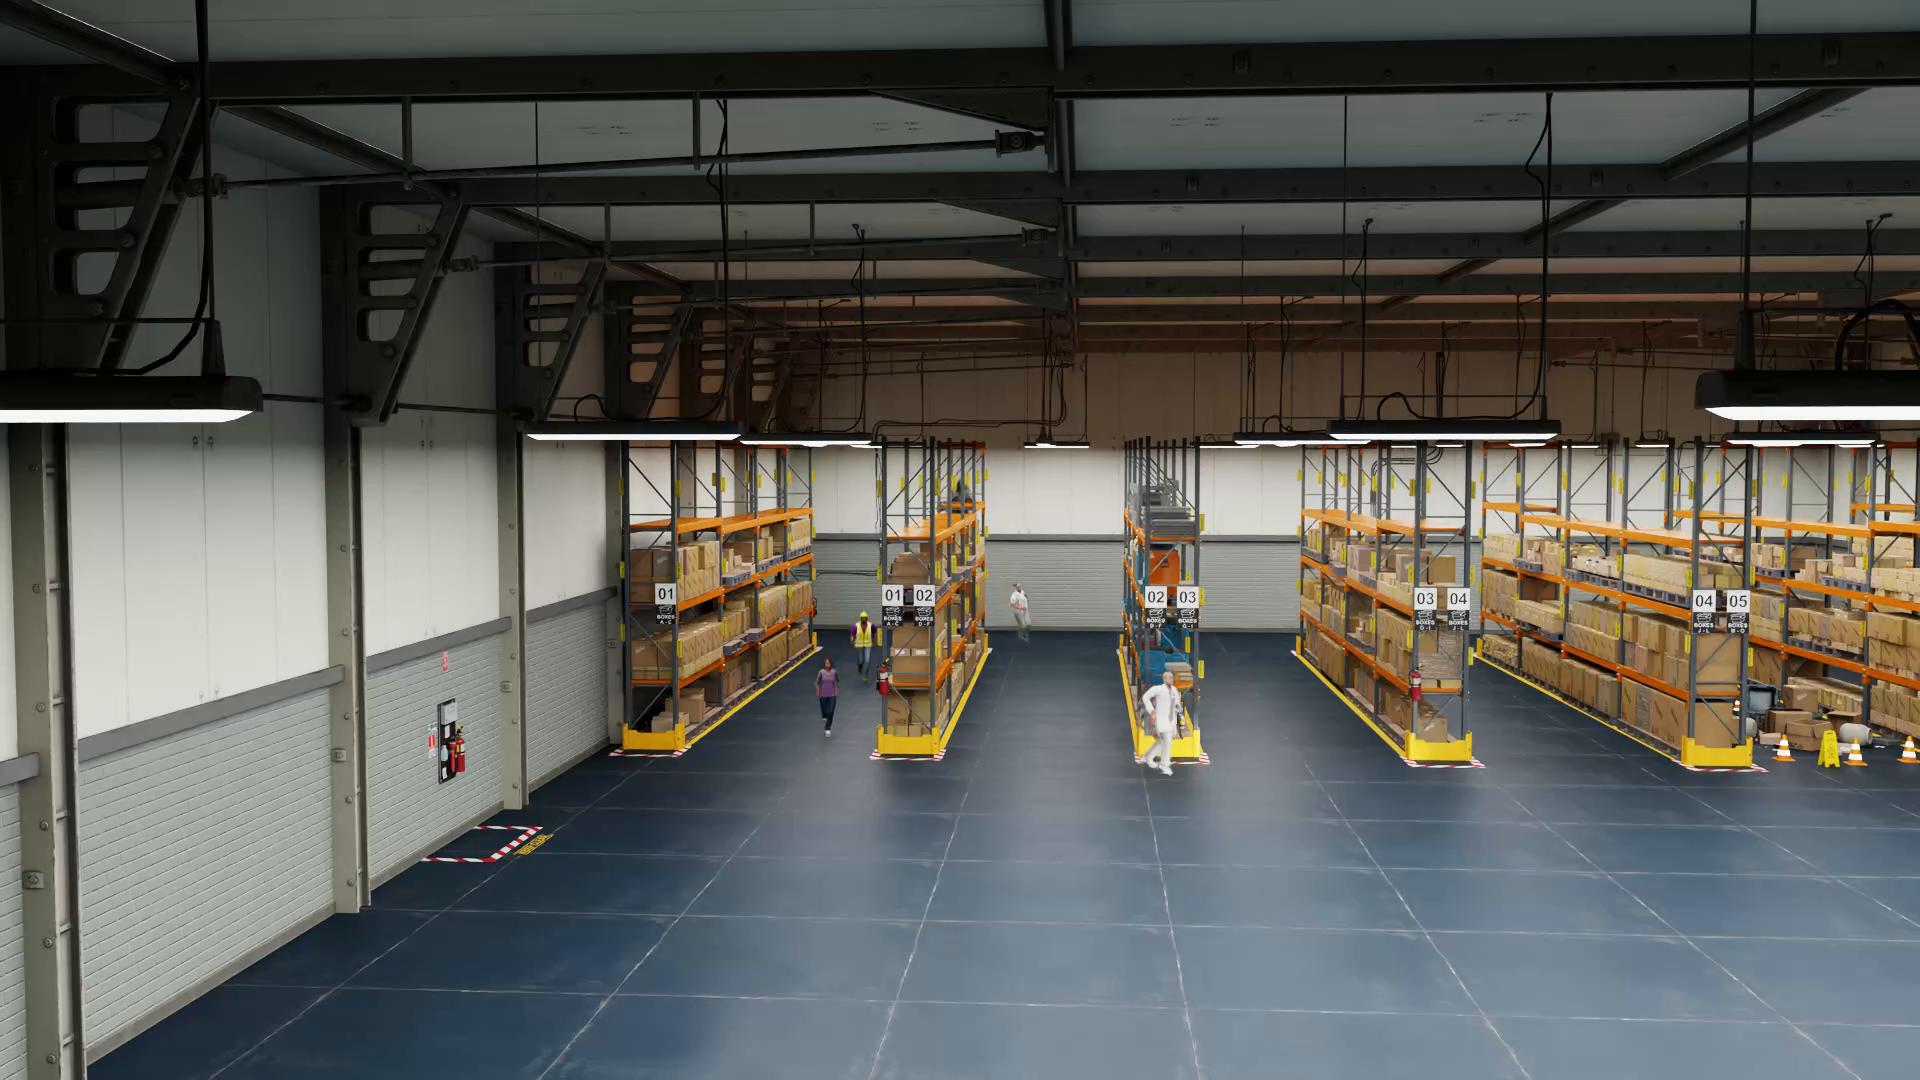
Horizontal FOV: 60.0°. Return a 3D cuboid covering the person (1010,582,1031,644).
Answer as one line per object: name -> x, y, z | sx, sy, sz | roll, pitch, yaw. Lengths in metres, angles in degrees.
person -> 1.758, 2.097, 47.515 | 0.702, 1.810, 0.589 | -2, 4, -33

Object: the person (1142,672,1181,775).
person -> 3.627, 3.279, 29.786 | 0.711, 1.850, 0.839 | -3, 4, -42

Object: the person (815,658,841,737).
person -> -2.666, 3.161, 33.620 | 0.543, 1.570, 0.571 | 0, 3, -7

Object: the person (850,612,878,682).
person -> -2.391, 2.648, 41.458 | 0.690, 1.723, 0.748 | 0, 3, -4
